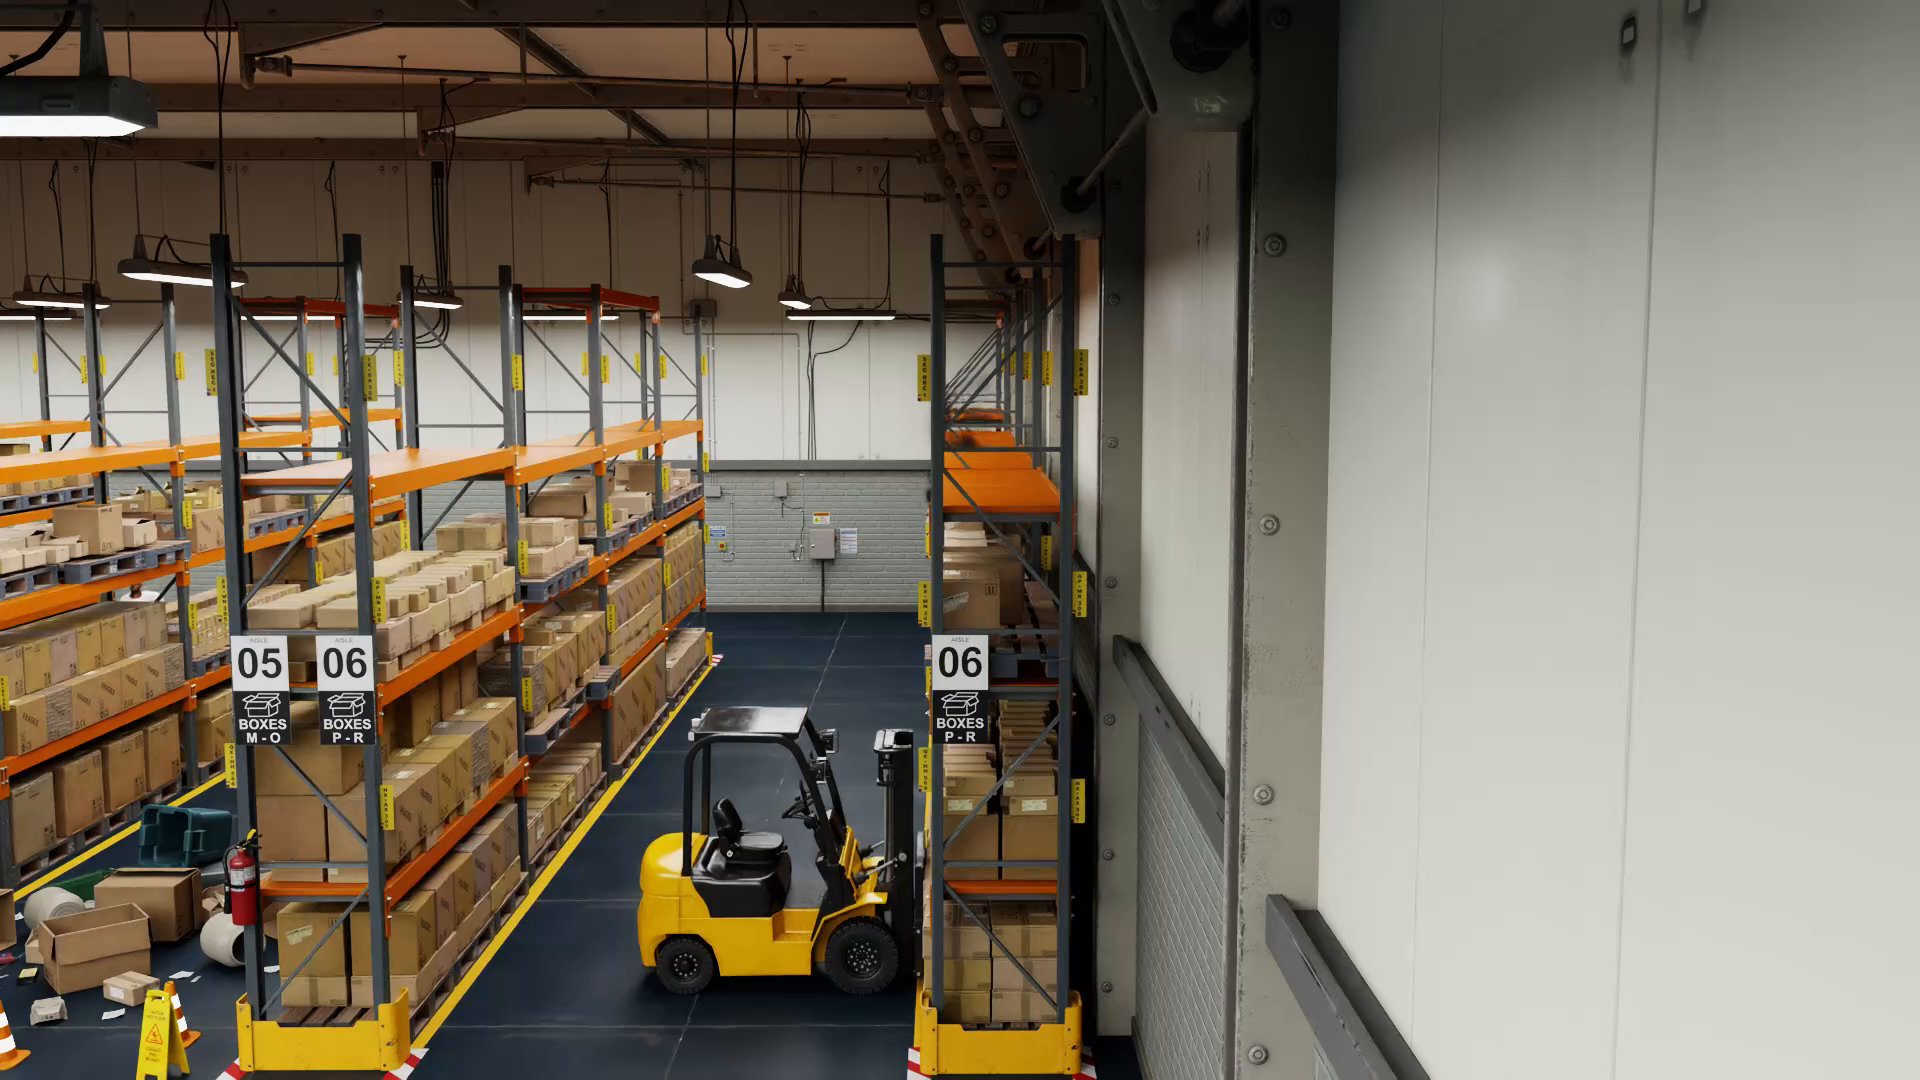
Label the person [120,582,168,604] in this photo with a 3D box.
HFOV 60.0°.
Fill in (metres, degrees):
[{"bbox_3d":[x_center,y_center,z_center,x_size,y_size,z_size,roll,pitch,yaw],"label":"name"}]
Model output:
[{"bbox_3d":[-12.903,1.411,26.146,0.728,1.725,0.573,0,6,-1],"label":"person"}]
